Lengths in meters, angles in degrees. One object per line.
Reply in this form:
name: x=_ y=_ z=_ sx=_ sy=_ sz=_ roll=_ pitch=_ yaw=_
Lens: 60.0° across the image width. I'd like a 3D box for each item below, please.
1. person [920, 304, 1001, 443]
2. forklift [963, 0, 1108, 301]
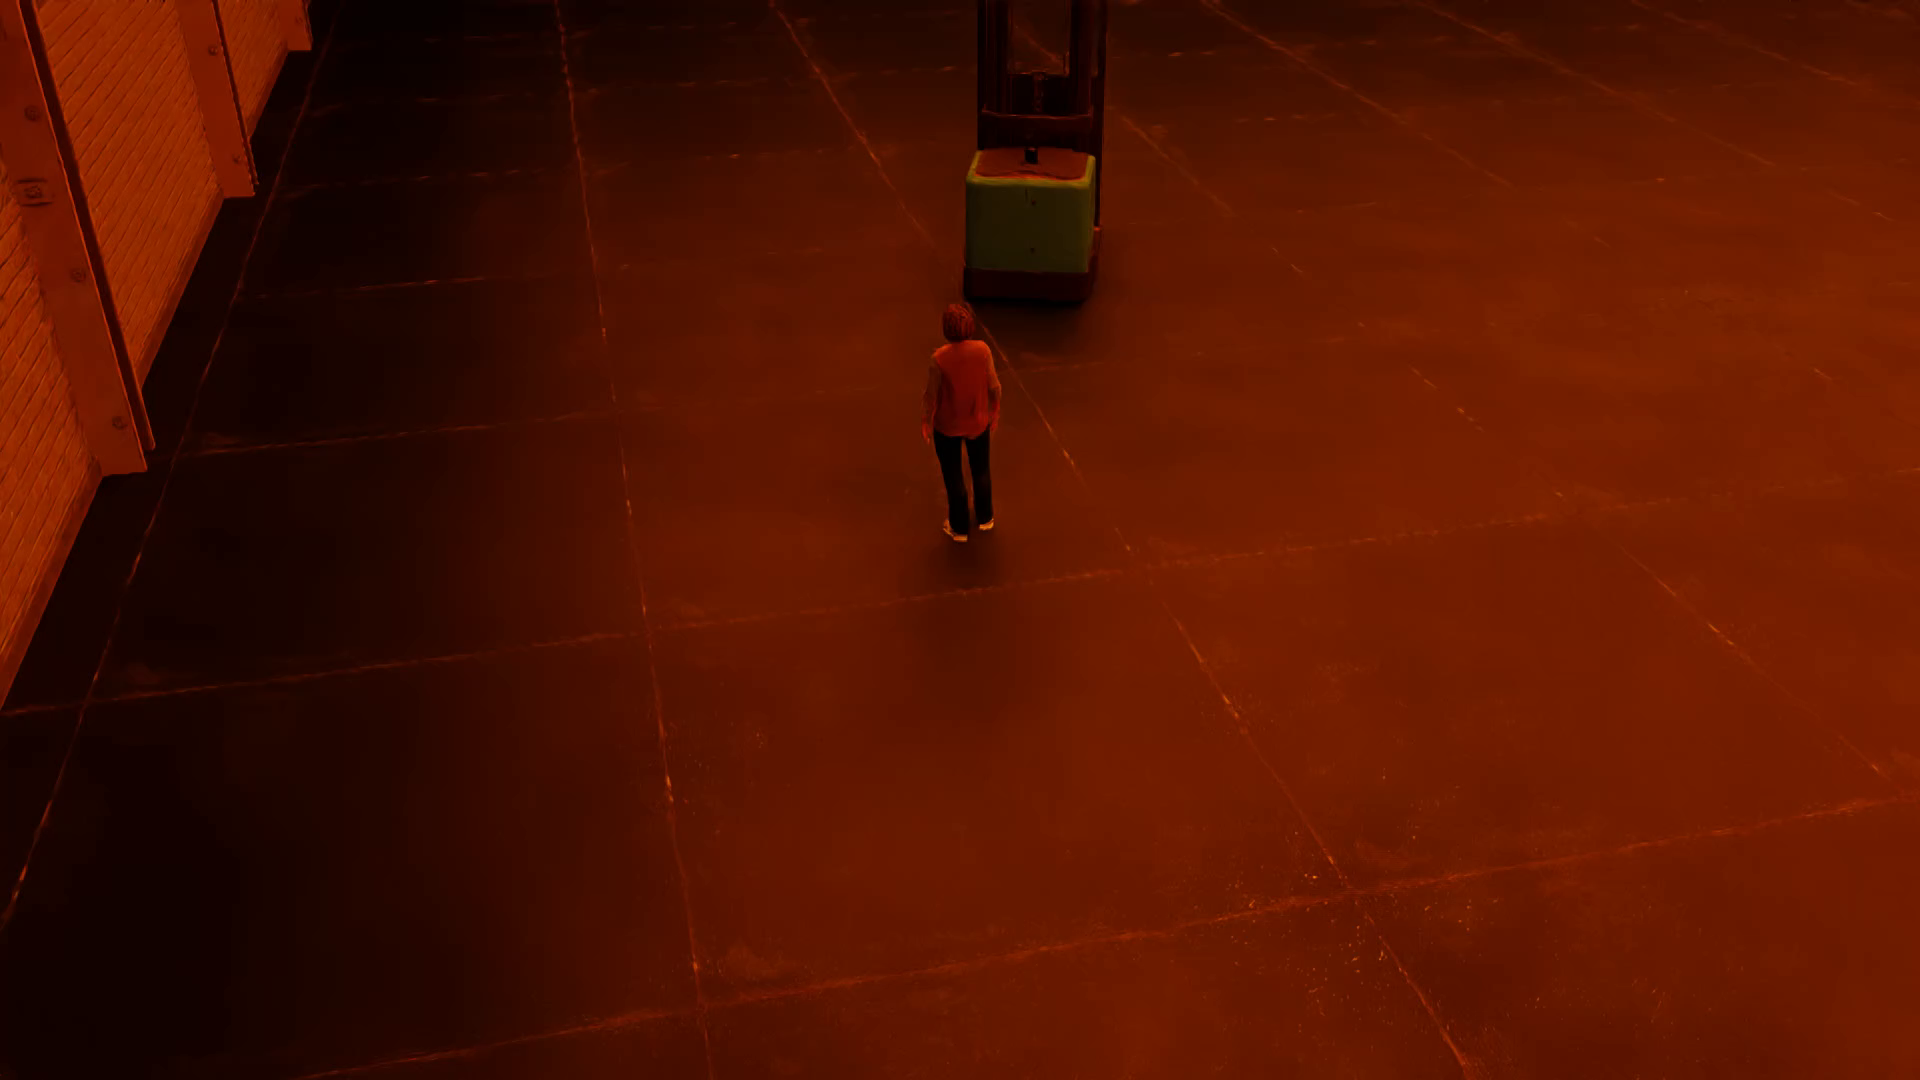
person: x=0.010 y=-0.979 z=9.906 sx=0.502 sy=0.920 sz=0.257 roll=-7 pitch=31 yaw=-12
forklift: x=0.721 y=-3.969 z=14.431 sx=1.130 sy=2.935 sz=3.031 roll=4 pitch=30 yaw=6
